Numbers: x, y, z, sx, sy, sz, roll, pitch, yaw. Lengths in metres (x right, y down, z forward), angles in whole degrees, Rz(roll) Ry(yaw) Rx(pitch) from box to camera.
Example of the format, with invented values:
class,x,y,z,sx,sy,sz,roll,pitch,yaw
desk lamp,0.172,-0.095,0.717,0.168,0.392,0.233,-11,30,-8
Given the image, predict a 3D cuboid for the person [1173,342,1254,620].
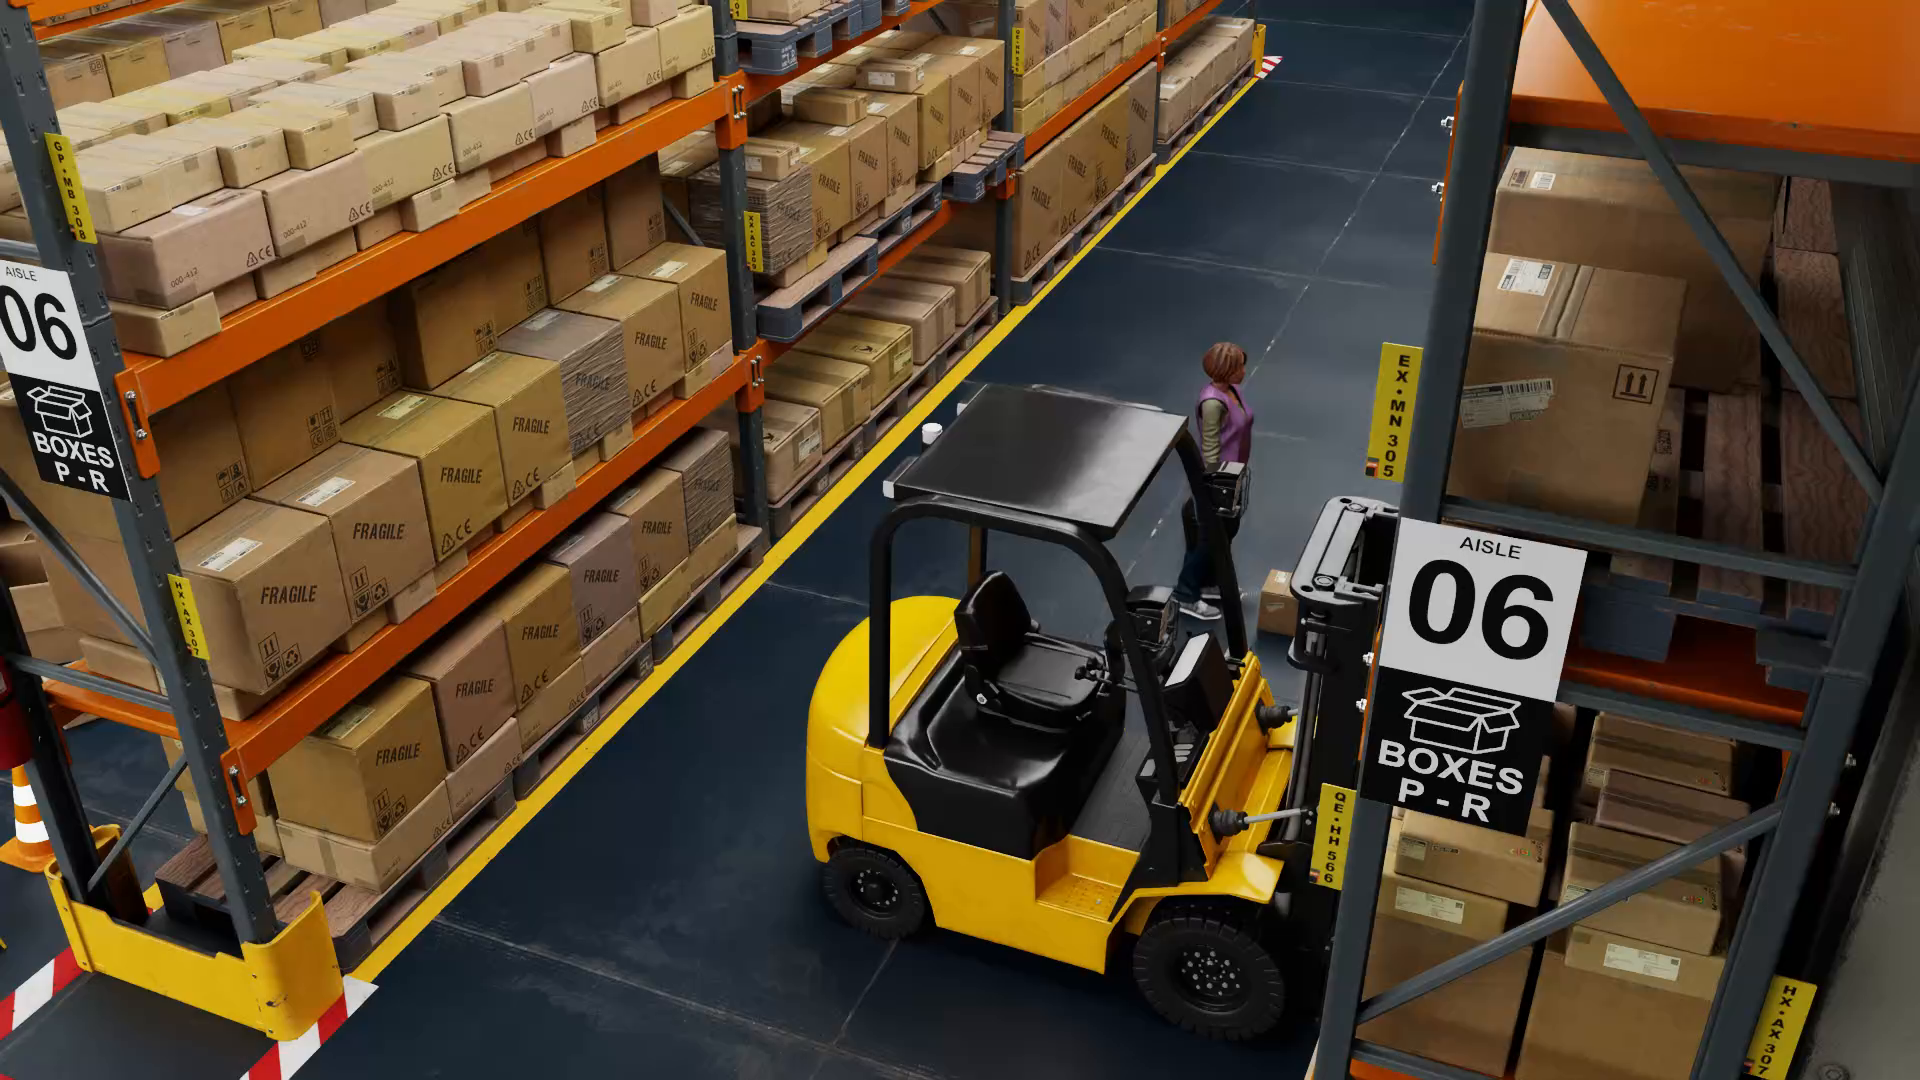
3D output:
class,x,y,z,sx,sy,sz,roll,pitch,yaw
person,1.395,-0.318,8.969,0.360,1.584,0.405,12,32,20
